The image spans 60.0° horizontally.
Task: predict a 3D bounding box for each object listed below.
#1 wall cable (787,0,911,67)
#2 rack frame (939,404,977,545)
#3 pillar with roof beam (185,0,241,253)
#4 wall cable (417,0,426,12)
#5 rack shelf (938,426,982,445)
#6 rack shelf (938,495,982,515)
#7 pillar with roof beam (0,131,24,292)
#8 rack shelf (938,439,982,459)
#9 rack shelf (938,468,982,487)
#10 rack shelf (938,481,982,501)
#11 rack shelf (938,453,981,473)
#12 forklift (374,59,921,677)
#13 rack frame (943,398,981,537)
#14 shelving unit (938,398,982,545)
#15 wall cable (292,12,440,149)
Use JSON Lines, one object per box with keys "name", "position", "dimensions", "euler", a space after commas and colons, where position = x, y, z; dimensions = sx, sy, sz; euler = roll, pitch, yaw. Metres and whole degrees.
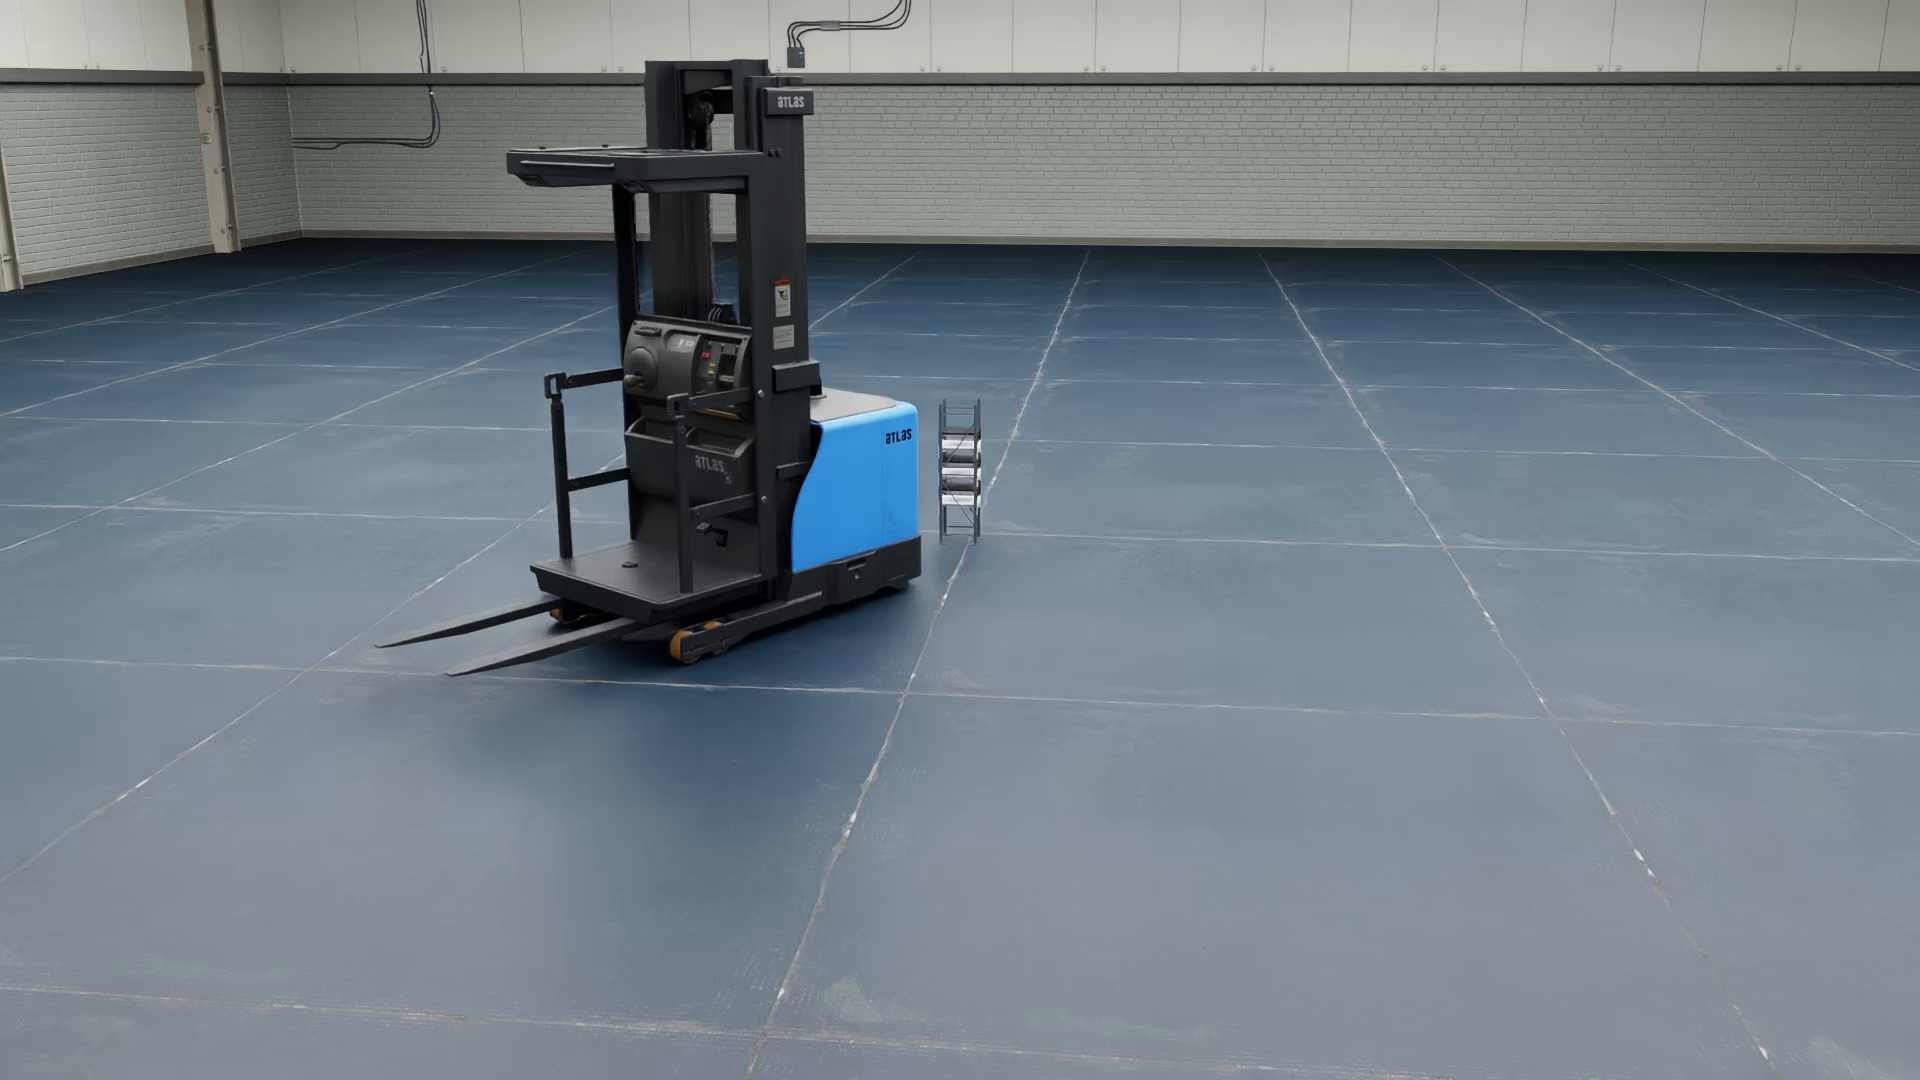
{"name": "wall cable", "position": [-2.031, -11.591, 29.772], "dimensions": [2.305, 6.003, 0.169], "euler": [2, 15, 6]}
{"name": "rack frame", "position": [-0.012, -0.406, 10.439], "dimensions": [0.240, 0.900, 0.006], "euler": [2, 15, 6]}
{"name": "pillar with roof beam", "position": [-8.831, -9.381, 28.114], "dimensions": [9.100, 9.000, 0.400], "euler": [2, 15, 6]}
{"name": "wall cable", "position": [-8.774, -11.092, 30.716], "dimensions": [3.097, 2.526, 0.112], "euler": [2, 15, 6]}
{"name": "rack shelf", "position": [-0.001, -0.661, 10.475], "dimensions": [0.258, 0.077, 0.200], "euler": [2, 15, 6]}
{"name": "rack shelf", "position": [-0.001, -0.226, 10.592], "dimensions": [0.258, 0.077, 0.200], "euler": [2, 15, 6]}
{"name": "pillar with roof beam", "position": [-9.508, -7.825, 22.359], "dimensions": [9.100, 9.000, 0.400], "euler": [2, 15, 6]}
{"name": "rack shelf", "position": [-0.001, -0.574, 10.499], "dimensions": [0.258, 0.077, 0.200], "euler": [2, 15, 6]}
{"name": "rack shelf", "position": [-0.001, -0.400, 10.546], "dimensions": [0.258, 0.077, 0.200], "euler": [2, 15, 6]}
{"name": "rack shelf", "position": [-0.001, -0.313, 10.569], "dimensions": [0.258, 0.077, 0.200], "euler": [2, 15, 6]}
{"name": "rack shelf", "position": [-0.001, -0.487, 10.522], "dimensions": [0.258, 0.077, 0.200], "euler": [2, 15, 6]}
{"name": "forklift", "position": [-1.568, -0.941, 8.529], "dimensions": [1.130, 2.935, 3.031], "euler": [13, 20, 39]}
{"name": "rack frame", "position": [0.011, -0.459, 10.634], "dimensions": [0.240, 0.900, 0.006], "euler": [2, 15, 6]}
{"name": "shelving unit", "position": [-0.001, -0.432, 10.537], "dimensions": [0.258, 0.900, 0.210], "euler": [2, 15, 6]}
{"name": "wall cable", "position": [-11.462, -8.734, 31.670], "dimensions": [3.097, 2.526, 0.112], "euler": [2, 15, 6]}
